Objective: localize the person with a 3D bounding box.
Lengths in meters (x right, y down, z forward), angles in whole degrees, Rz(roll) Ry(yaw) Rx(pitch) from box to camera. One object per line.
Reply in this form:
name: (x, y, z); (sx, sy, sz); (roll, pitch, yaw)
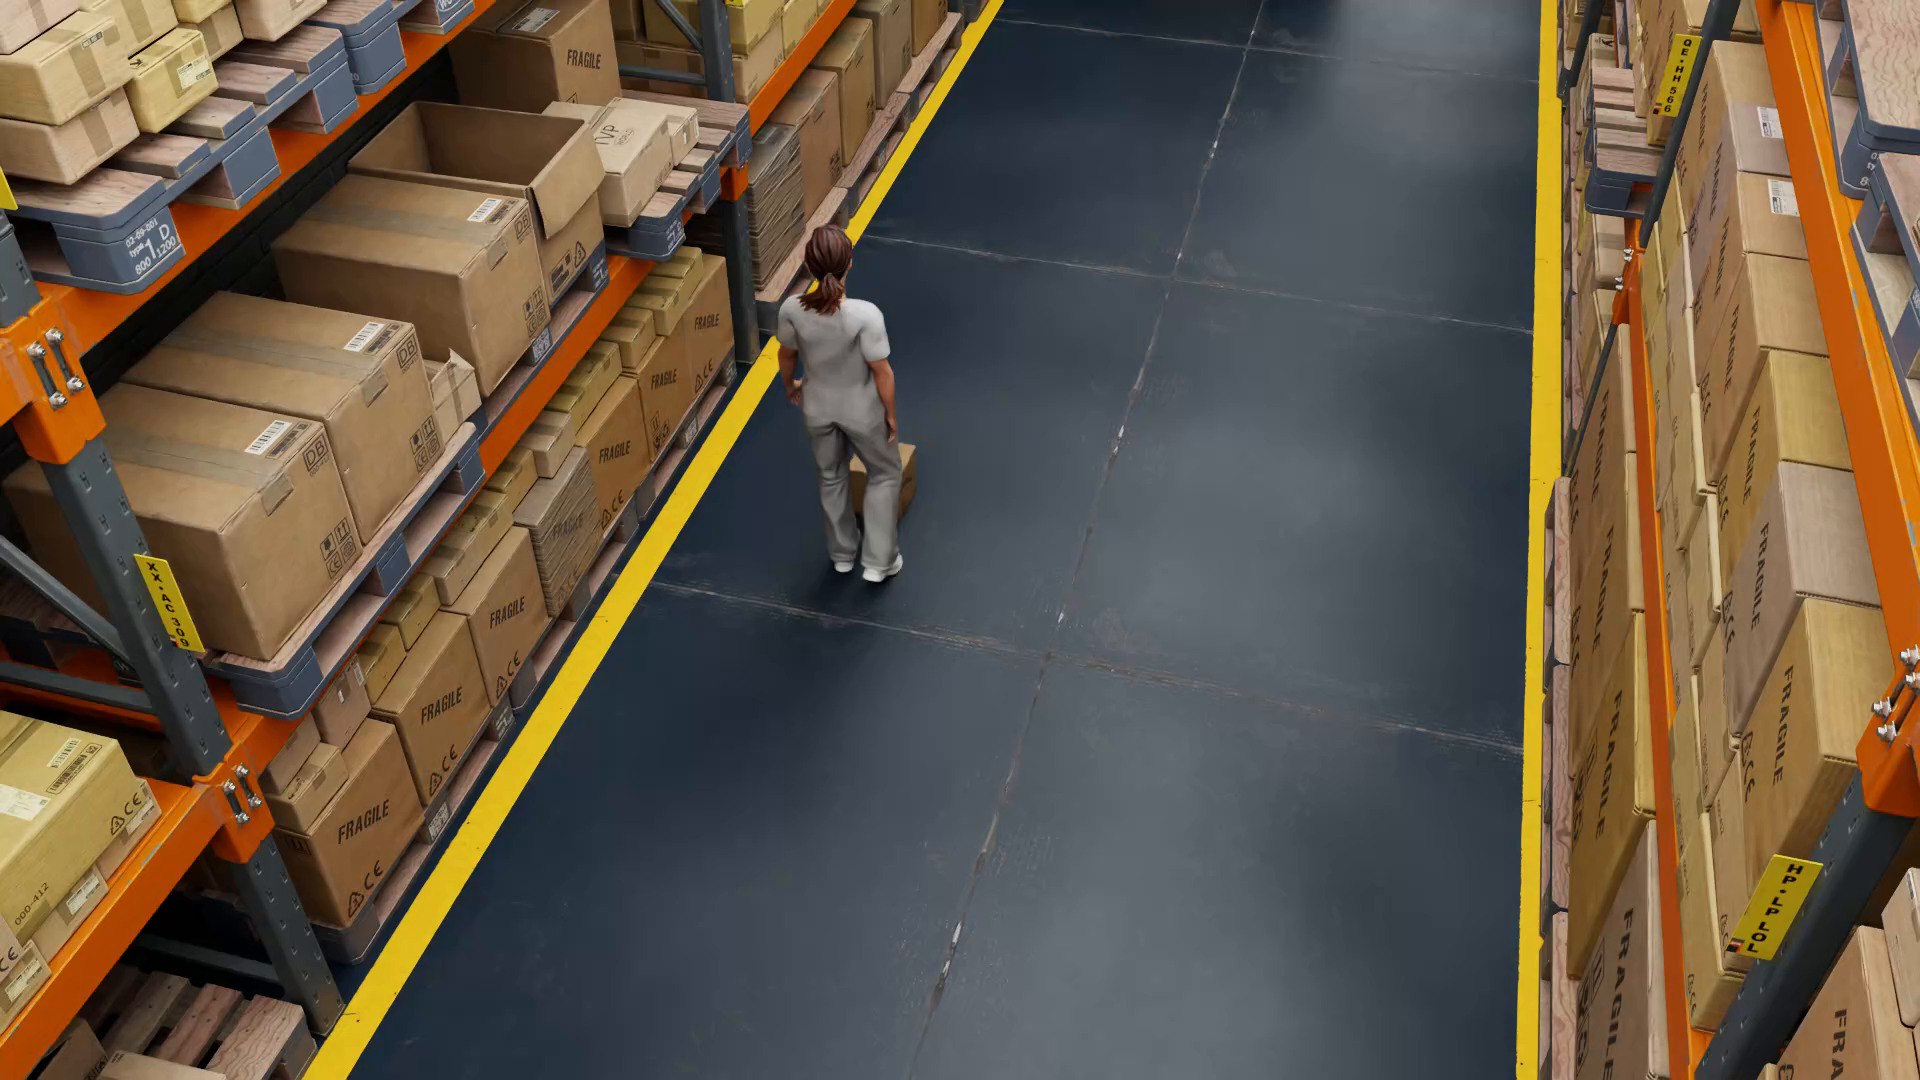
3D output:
person: (-0.488, -0.526, 6.770); (0.509, 1.717, 0.423); (11, 42, 12)
